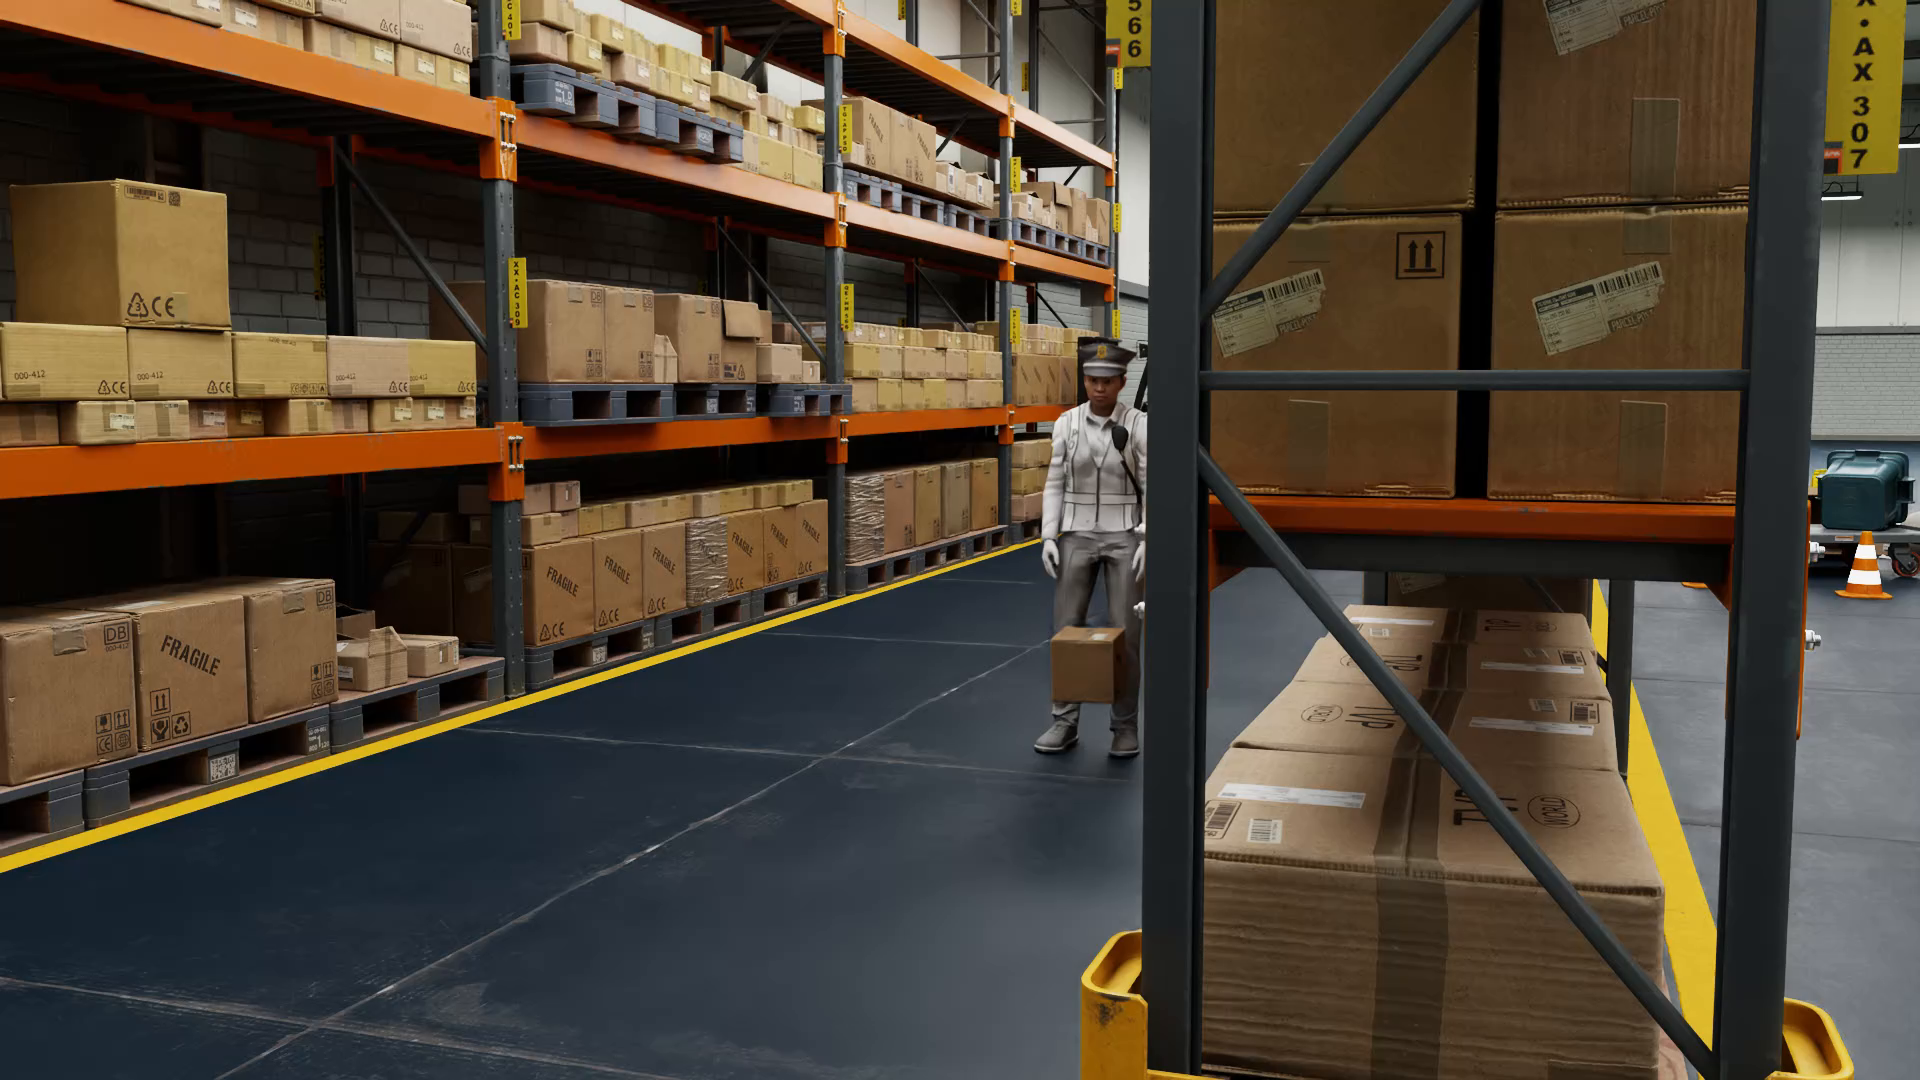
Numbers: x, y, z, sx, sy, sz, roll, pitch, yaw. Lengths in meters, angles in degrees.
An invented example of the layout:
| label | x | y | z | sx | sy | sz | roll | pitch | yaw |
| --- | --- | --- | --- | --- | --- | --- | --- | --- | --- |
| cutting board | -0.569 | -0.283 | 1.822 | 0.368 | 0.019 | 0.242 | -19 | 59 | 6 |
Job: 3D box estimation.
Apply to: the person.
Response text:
| label | x | y | z | sx | sy | sz | roll | pitch | yaw |
| --- | --- | --- | --- | --- | --- | --- | --- | --- | --- |
| person | 0.582 | 0.034 | 6.825 | 0.510 | 1.669 | 0.359 | 2 | 6 | 16 |
